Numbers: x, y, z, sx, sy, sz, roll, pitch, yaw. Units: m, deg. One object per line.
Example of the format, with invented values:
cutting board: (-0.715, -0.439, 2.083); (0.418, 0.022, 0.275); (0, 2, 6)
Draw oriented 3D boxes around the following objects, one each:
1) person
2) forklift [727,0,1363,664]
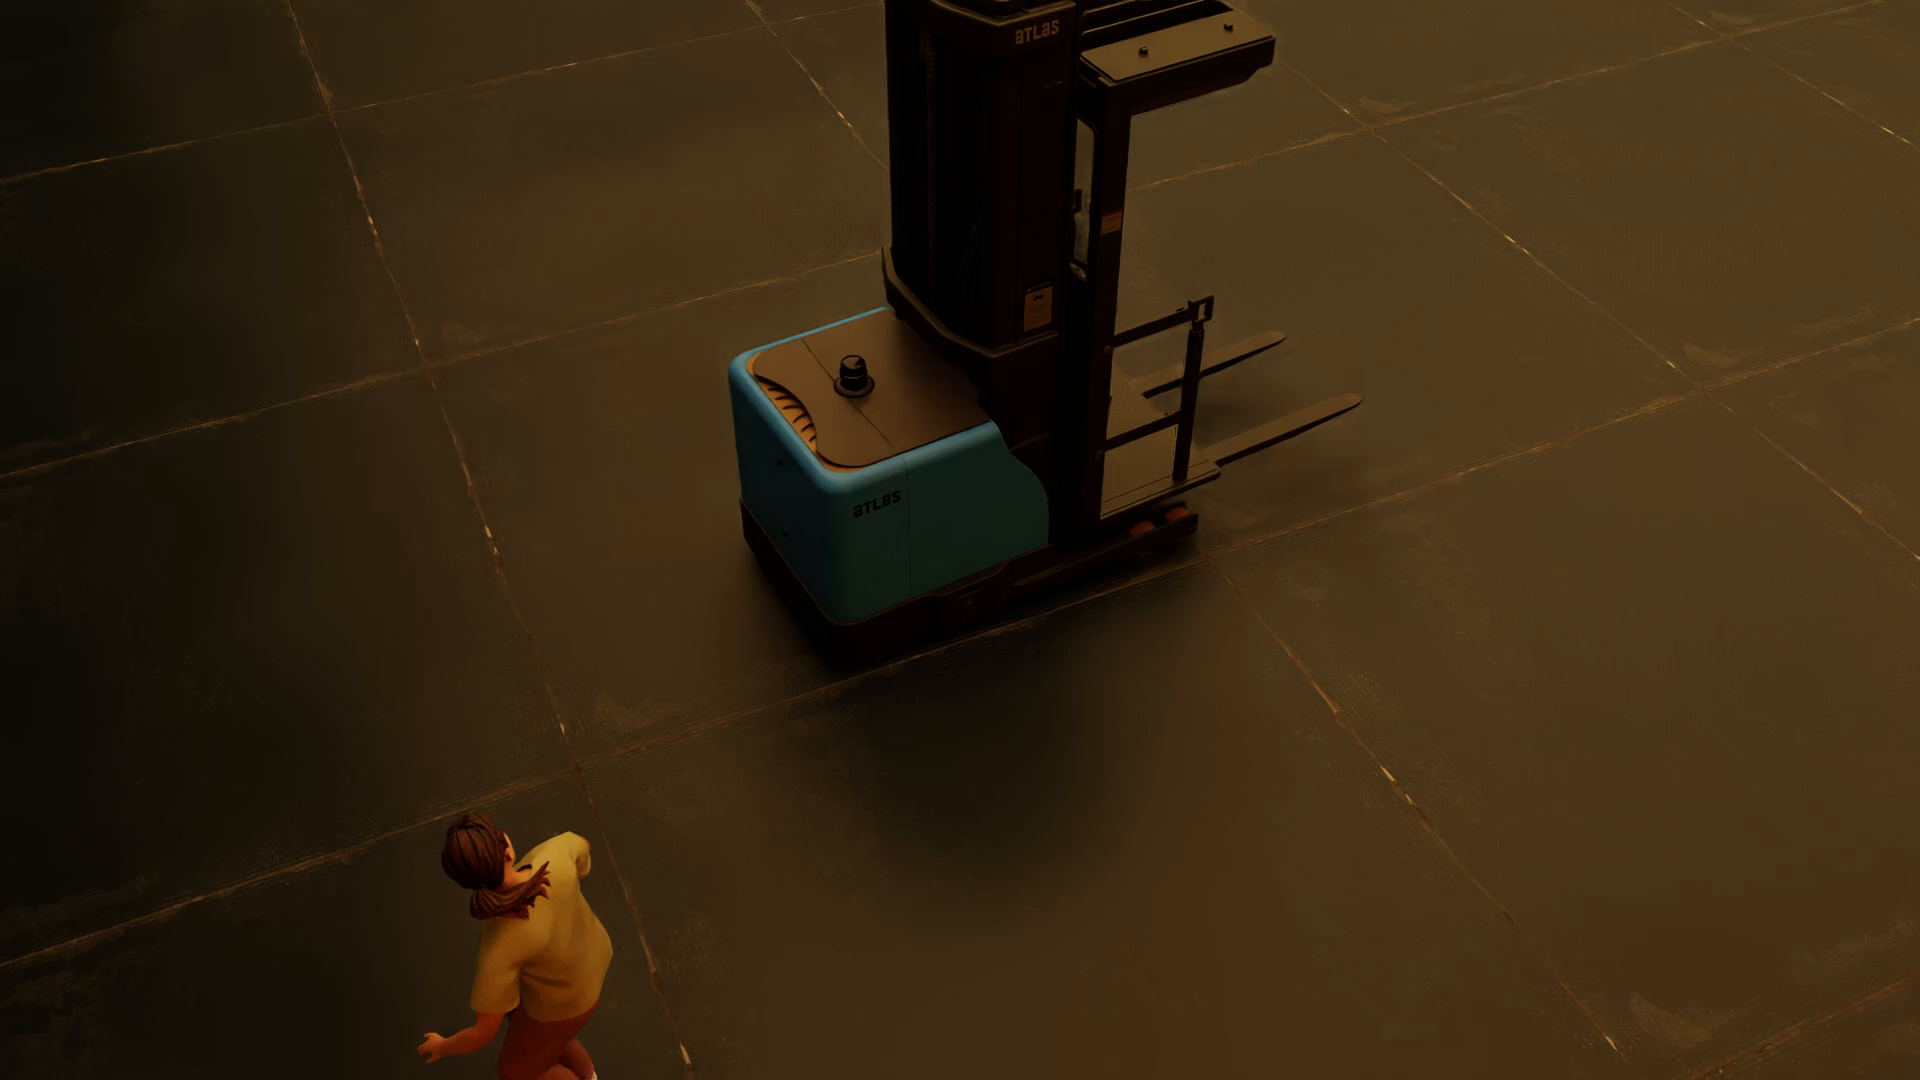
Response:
person: (-1.352, 1.390, 5.181); (0.488, 1.618, 0.692); (6, 43, 7)
forklift: (0.525, -1.286, 7.059); (3.031, 2.935, 1.130); (-22, 47, -22)
